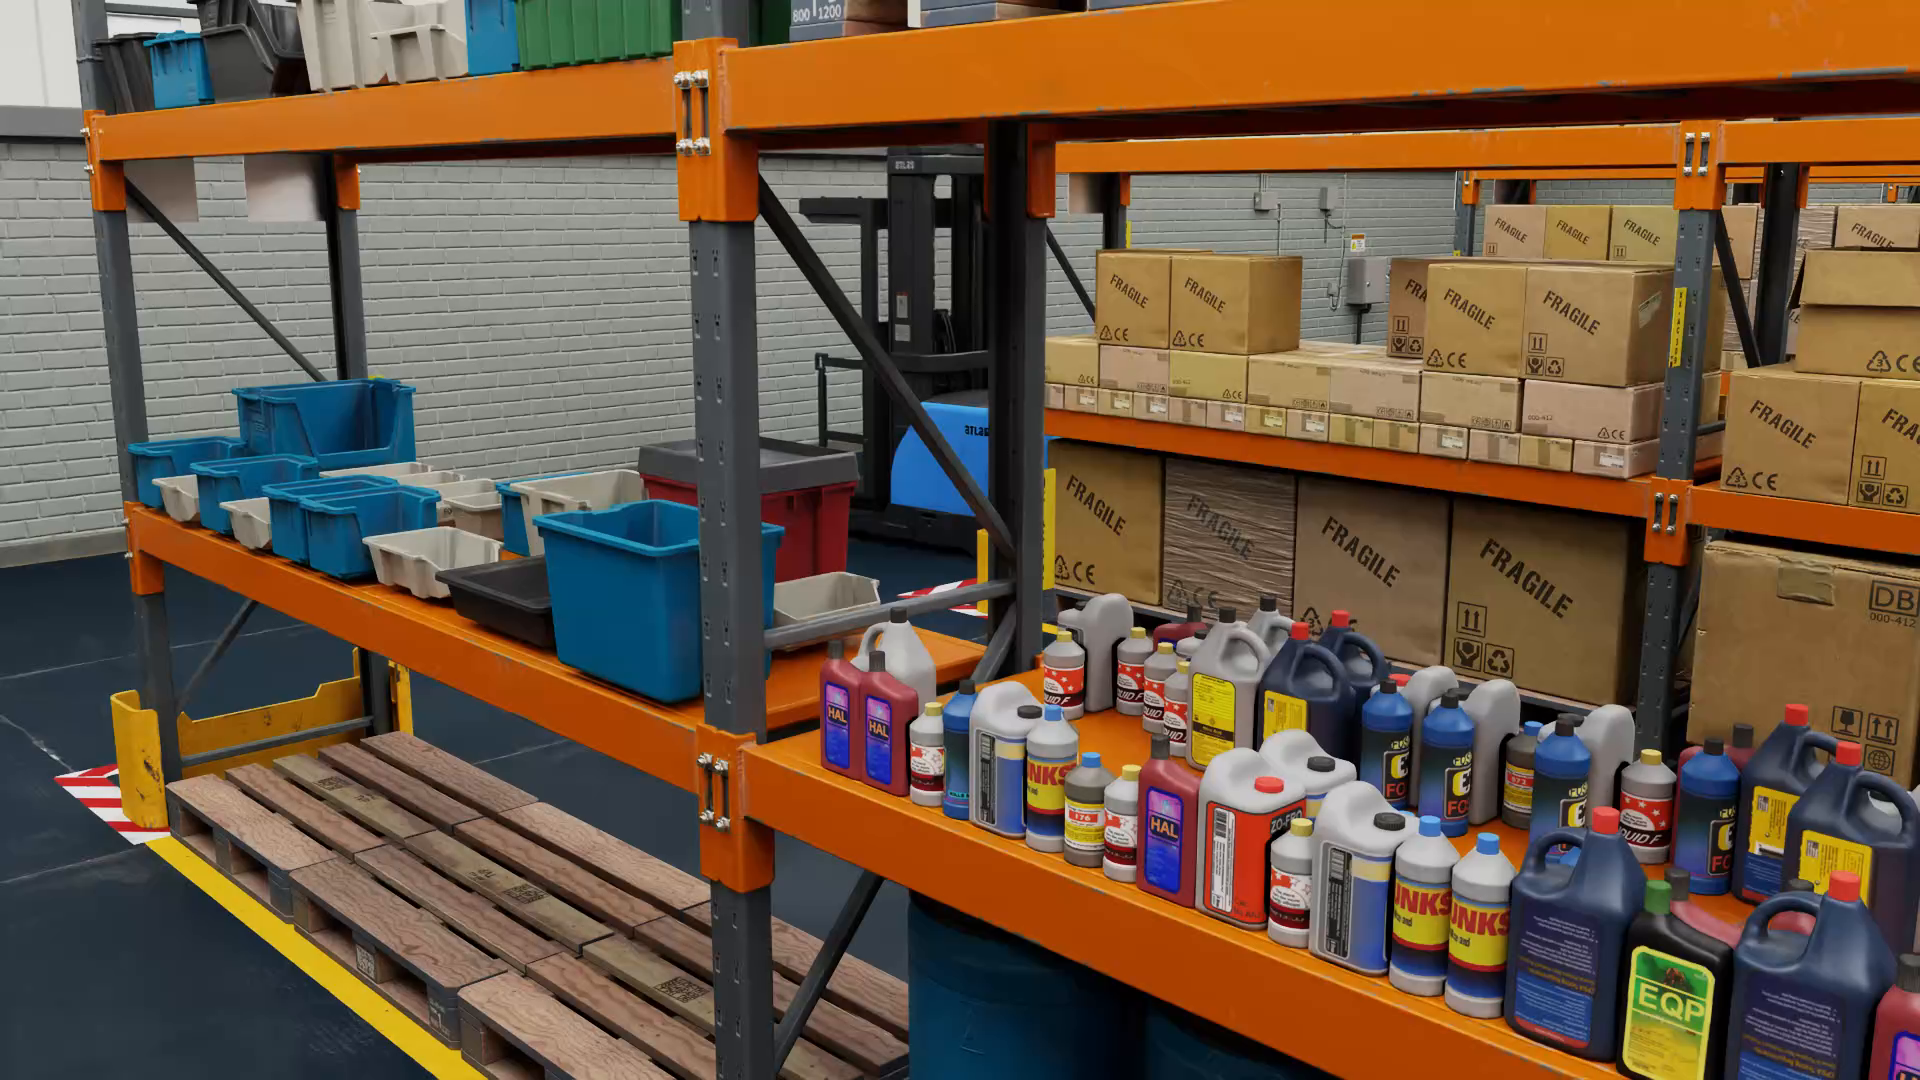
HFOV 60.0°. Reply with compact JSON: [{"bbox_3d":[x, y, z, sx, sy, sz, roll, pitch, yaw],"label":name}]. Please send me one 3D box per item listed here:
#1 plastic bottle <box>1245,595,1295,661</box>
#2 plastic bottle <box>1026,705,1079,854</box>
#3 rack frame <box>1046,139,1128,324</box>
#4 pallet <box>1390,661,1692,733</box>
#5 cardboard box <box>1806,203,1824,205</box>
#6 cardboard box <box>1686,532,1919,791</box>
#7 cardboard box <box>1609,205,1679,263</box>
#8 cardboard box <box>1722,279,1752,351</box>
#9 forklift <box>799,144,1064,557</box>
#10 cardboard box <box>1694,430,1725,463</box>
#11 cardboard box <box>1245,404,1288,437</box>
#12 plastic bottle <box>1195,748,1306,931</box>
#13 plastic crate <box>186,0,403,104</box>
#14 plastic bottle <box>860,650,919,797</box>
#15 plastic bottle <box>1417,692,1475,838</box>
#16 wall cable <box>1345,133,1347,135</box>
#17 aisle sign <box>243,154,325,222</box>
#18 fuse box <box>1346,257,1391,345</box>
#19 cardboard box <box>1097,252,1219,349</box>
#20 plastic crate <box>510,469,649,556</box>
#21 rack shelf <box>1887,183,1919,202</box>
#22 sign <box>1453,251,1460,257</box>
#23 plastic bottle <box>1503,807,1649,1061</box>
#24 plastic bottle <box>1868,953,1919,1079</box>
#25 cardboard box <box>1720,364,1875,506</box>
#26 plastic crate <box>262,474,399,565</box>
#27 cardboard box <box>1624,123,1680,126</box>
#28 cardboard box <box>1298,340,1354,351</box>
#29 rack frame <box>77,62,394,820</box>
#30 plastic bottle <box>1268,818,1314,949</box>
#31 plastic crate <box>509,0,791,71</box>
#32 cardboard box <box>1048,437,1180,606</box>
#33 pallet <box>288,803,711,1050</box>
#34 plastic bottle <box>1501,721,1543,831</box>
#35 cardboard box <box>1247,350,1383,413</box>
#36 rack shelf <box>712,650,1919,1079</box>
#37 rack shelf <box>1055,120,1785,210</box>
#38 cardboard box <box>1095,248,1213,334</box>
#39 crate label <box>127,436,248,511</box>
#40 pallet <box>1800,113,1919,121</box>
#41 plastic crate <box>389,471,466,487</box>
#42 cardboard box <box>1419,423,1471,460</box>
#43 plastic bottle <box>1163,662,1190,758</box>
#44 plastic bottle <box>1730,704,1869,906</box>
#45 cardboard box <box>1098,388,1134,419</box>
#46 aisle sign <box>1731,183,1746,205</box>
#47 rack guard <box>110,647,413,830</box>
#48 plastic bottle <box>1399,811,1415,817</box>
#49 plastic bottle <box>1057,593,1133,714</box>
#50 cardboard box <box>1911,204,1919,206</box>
[{"bbox_3d":[0.688,0.300,3.645,0.144,0.351,0.185,-11,16,-43],"label":"plastic bottle"},{"bbox_3d":[0.174,0.445,3.137,0.097,0.271,0.097,0,12,0],"label":"plastic bottle"},{"bbox_3d":[0.637,-1.087,10.253,1.000,3.000,0.127,-11,16,-43],"label":"rack frame"},{"bbox_3d":[2.931,0.741,8.292,1.003,0.211,1.213,-11,16,-43],"label":"pallet"},{"bbox_3d":[8.178,-3.152,15.941,0.380,0.149,0.250,-10,15,-41],"label":"cardboard box"},{"bbox_3d":[3.856,0.423,7.152,1.225,0.875,0.875,-11,16,-42],"label":"cardboard box"},{"bbox_3d":[5.108,-2.193,12.161,0.500,0.500,0.500,-11,16,-44],"label":"cardboard box"},{"bbox_3d":[5.478,-1.633,11.917,0.500,0.500,0.500,11,16,44],"label":"cardboard box"},{"bbox_3d":[-0.509,-1.540,12.621,3.031,2.935,1.130,10,15,40],"label":"forklift"},{"bbox_3d":[3.435,-0.470,7.879,0.380,0.149,0.250,-11,16,-42],"label":"cardboard box"},{"bbox_3d":[1.706,-0.642,8.715,0.250,0.149,0.380,11,16,44],"label":"cardboard box"},{"bbox_3d":[0.500,0.504,2.840,0.152,0.276,0.135,-11,16,-43],"label":"plastic bottle"},{"bbox_3d":[-2.089,-1.574,5.338,0.504,0.338,0.767,-11,16,-43],"label":"plastic crate"},{"bbox_3d":[-0.146,0.377,3.438,0.061,0.283,0.133,-11,16,-43],"label":"plastic bottle"},{"bbox_3d":[0.939,0.429,3.213,0.097,0.271,0.097,0,12,0],"label":"plastic bottle"},{"bbox_3d":[4.218,-6.301,20.696,2.355,3.000,0.029,-11,16,-43],"label":"wall cable"},{"bbox_3d":[-2.783,-1.721,6.890,0.394,0.787,0.004,-11,16,-43],"label":"aisle sign"},{"bbox_3d":[5.513,-2.928,22.382,0.539,1.711,0.414,-11,16,-43],"label":"fuse box"},{"bbox_3d":[1.118,-1.346,9.286,0.500,0.500,0.500,11,16,44],"label":"cardboard box"},{"bbox_3d":[-1.104,-0.033,5.282,0.437,0.282,0.530,-11,16,-43],"label":"plastic crate"},{"bbox_3d":[12.773,-3.985,18.669,1.077,0.370,4.000,-11,16,-43],"label":"rack shelf"},{"bbox_3d":[3.902,-2.112,13.082,0.100,0.325,0.005,-11,16,-43],"label":"sign"},{"bbox_3d":[0.902,0.553,2.415,0.144,0.351,0.185,-11,16,-43],"label":"plastic bottle"},{"bbox_3d":[1.202,0.662,2.055,0.061,0.283,0.133,-11,16,-43],"label":"plastic bottle"},{"bbox_3d":[3.536,-0.450,6.914,0.500,0.500,0.500,-11,16,-42],"label":"cardboard box"},{"bbox_3d":[-2.104,-0.070,5.583,0.416,0.233,0.300,-11,16,-43],"label":"plastic crate"},{"bbox_3d":[5.145,-2.907,12.026,0.500,0.250,0.500,11,16,43],"label":"cardboard box"},{"bbox_3d":[1.865,-0.977,9.354,0.500,0.250,0.500,11,16,43],"label":"cardboard box"},{"bbox_3d":[-2.945,-0.397,6.903,1.000,3.000,0.127,-11,16,-43],"label":"rack frame"},{"bbox_3d":[0.561,0.561,2.747,0.097,0.201,0.097,0,12,0],"label":"plastic bottle"},{"bbox_3d":[-0.694,-1.198,3.884,0.450,0.188,0.662,-11,16,-43],"label":"plastic crate"},{"bbox_3d":[1.137,-0.170,10.026,0.875,0.875,0.875,-11,16,-43],"label":"cardboard box"},{"bbox_3d":[-1.566,1.273,5.710,1.003,0.211,1.213,-11,16,-43],"label":"pallet"},{"bbox_3d":[1.116,0.457,3.254,0.097,0.201,0.097,0,12,0],"label":"plastic bottle"},{"bbox_3d":[1.845,-0.827,8.627,0.500,0.250,0.500,-11,16,-44],"label":"cardboard box"},{"bbox_3d":[1.198,0.831,2.725,1.077,0.370,4.000,-11,16,-43],"label":"rack shelf"},{"bbox_3d":[2.018,-1.912,8.606,1.077,0.370,4.000,-11,16,-43],"label":"rack shelf"},{"bbox_3d":[1.163,-1.492,9.995,0.500,0.500,0.500,-11,16,-42],"label":"cardboard box"},{"bbox_3d":[-3.013,-0.262,6.516,0.416,0.233,0.303,-11,16,-43],"label":"crate label"},{"bbox_3d":[4.068,-1.752,6.520,1.217,0.209,0.805,11,16,43],"label":"pallet"},{"bbox_3d":[-2.062,-0.159,6.253,0.396,0.136,0.243,-11,16,-43],"label":"plastic crate"},{"bbox_3d":[2.419,-0.491,7.986,0.380,0.149,0.250,-11,16,-42],"label":"cardboard box"},{"bbox_3d":[0.498,0.370,3.673,0.097,0.201,0.097,0,12,0],"label":"plastic bottle"},{"bbox_3d":[1.449,0.461,2.864,0.144,0.351,0.185,-11,16,-43],"label":"plastic bottle"},{"bbox_3d":[0.999,-0.791,9.442,0.250,0.149,0.380,11,16,44],"label":"cardboard box"},{"bbox_3d":[7.979,-3.795,16.954,0.394,0.787,0.004,-11,16,-43],"label":"aisle sign"},{"bbox_3d":[-2.971,0.826,7.163,1.175,0.500,0.348,-11,16,-43],"label":"rack guard"},{"bbox_3d":[0.738,0.554,2.781,0.097,0.201,0.097,0,12,0],"label":"plastic bottle"},{"bbox_3d":[0.323,0.260,4.021,0.152,0.276,0.135,-11,16,-43],"label":"plastic bottle"},{"bbox_3d":[8.890,-3.002,15.214,0.250,0.149,0.380,11,16,44],"label":"cardboard box"}]
